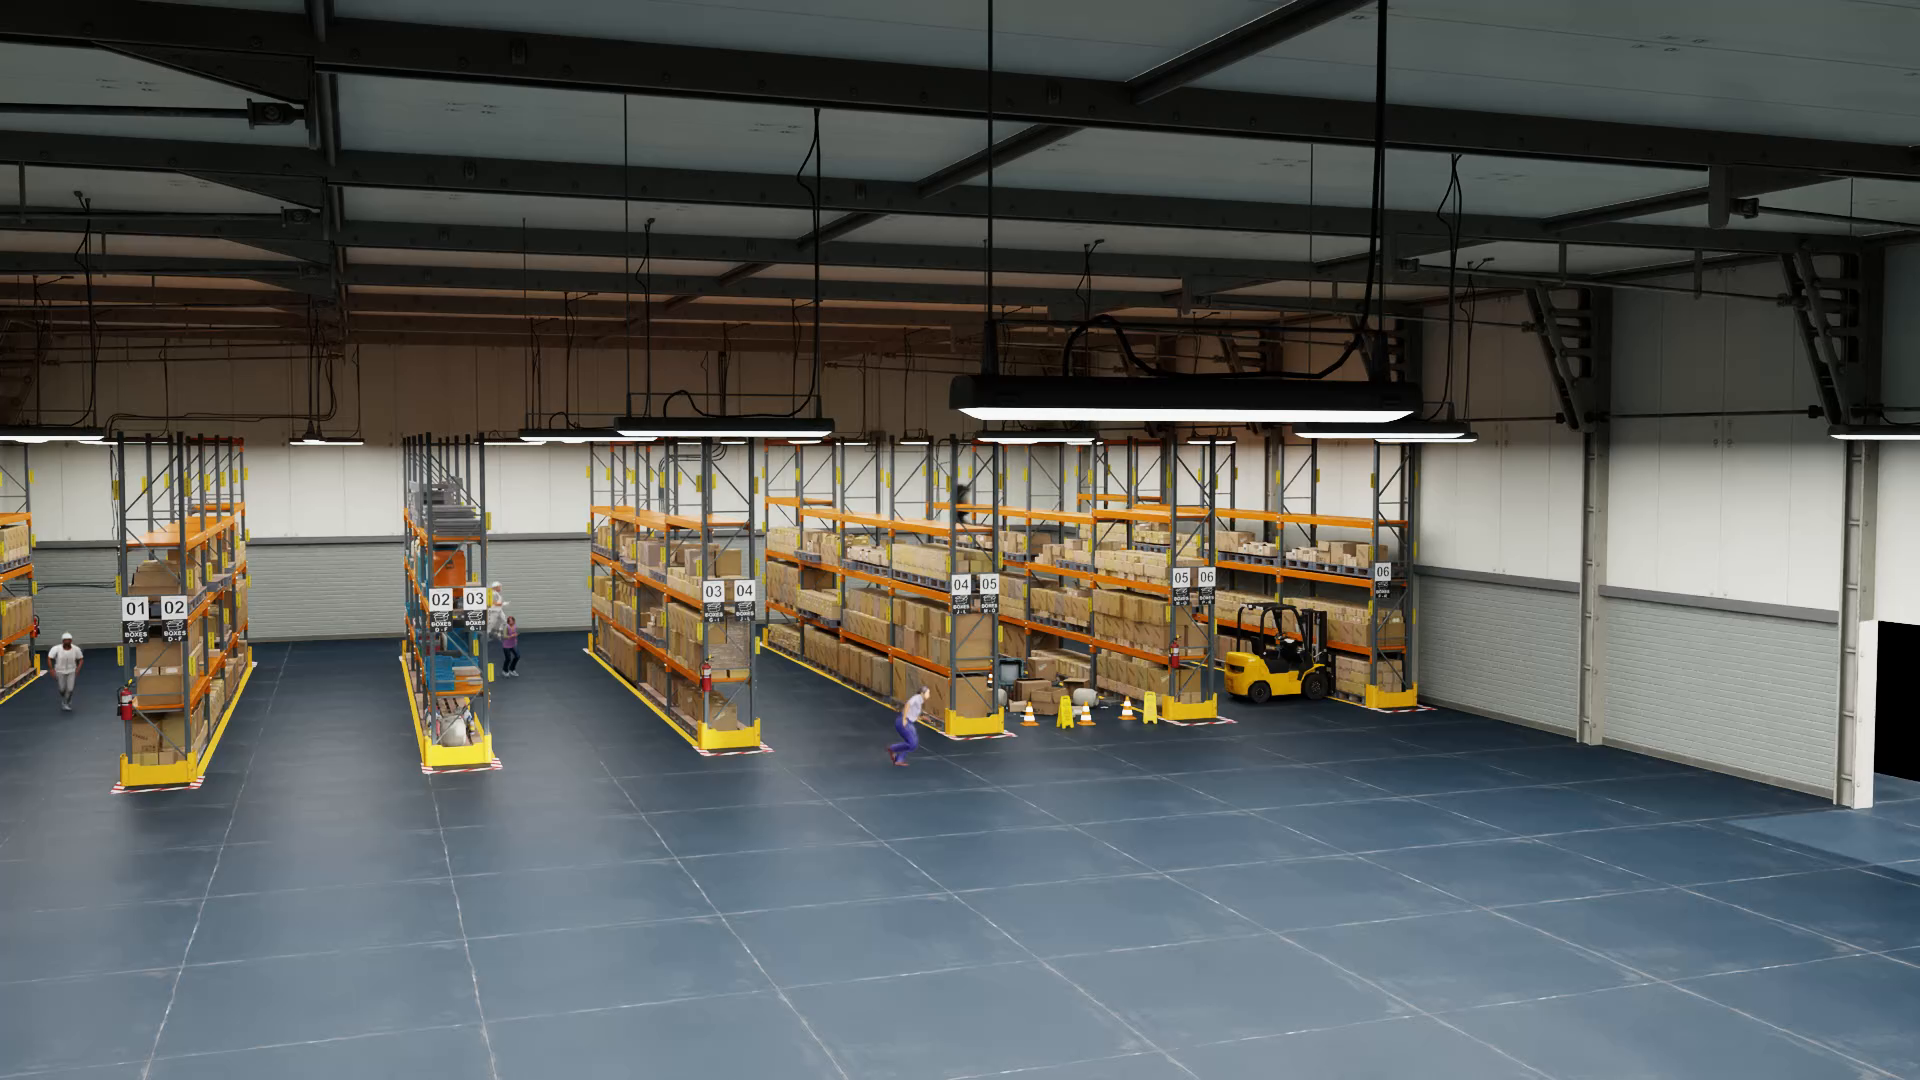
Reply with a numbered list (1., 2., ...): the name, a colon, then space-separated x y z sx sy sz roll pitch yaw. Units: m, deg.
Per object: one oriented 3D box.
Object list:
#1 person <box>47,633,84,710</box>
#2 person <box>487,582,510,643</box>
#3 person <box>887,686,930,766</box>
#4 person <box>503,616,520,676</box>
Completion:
1. person: -19.491 2.865 36.243 0.707 1.687 0.566 -2 4 -32
2. person: -13.576 2.131 48.749 0.839 1.827 0.642 0 3 5
3. person: -0.922 3.349 29.827 0.779 1.466 0.629 0 3 0
4. person: -11.220 2.656 41.401 0.811 1.556 0.497 3 4 44
